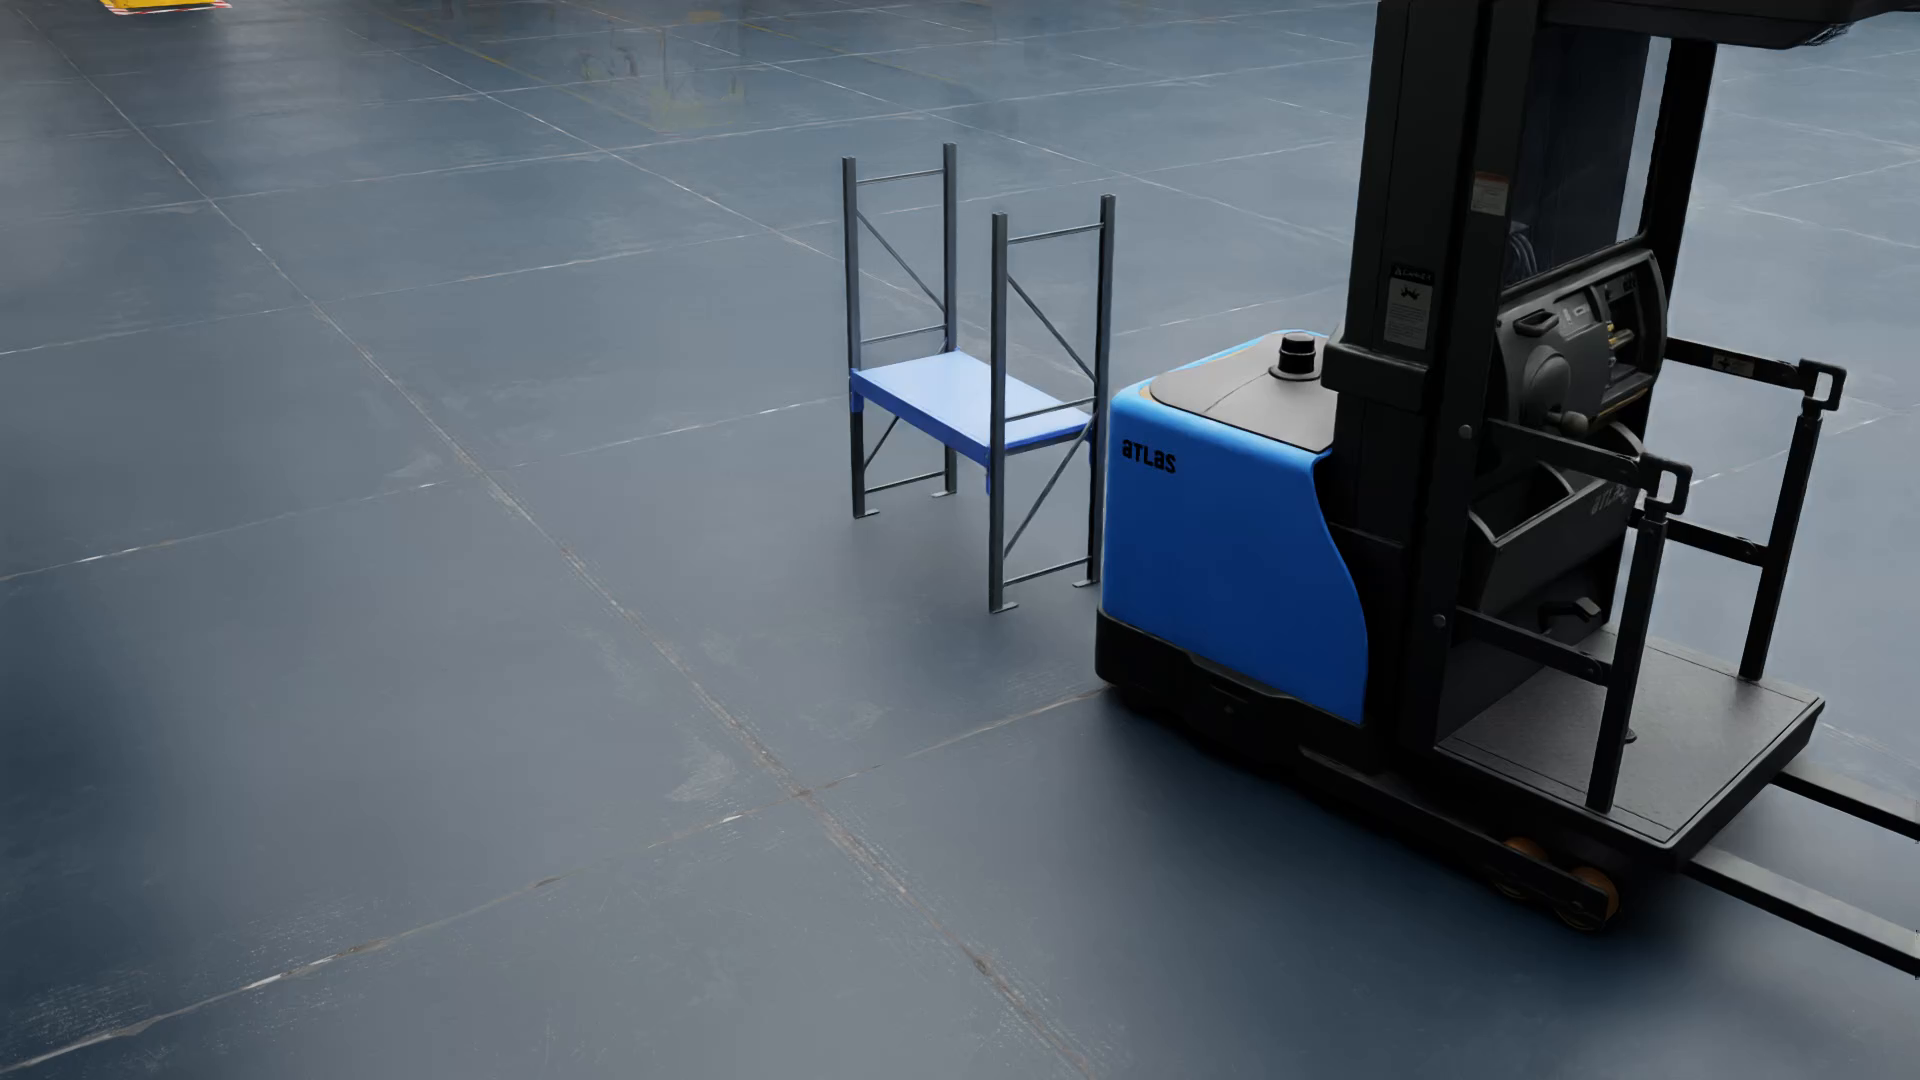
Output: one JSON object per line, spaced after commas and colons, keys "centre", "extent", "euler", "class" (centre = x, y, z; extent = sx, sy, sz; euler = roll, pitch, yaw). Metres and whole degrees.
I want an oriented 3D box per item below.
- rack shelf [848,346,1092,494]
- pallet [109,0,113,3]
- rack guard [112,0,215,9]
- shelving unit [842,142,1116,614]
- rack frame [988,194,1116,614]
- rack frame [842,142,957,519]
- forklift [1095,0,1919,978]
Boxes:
{"centre": [0.047, -0.485, 6.442], "extent": [0.538, 0.185, 1.000], "euler": [-16, 29, -30], "class": "rack shelf"}
{"centre": [-10.644, -7.226, 21.810], "extent": [1.003, 0.211, 1.213], "euler": [-16, 29, -30], "class": "pallet"}
{"centre": [-10.178, -7.085, 21.172], "extent": [1.175, 0.500, 0.348], "euler": [-16, 29, -30], "class": "rack guard"}
{"centre": [0.047, -0.648, 6.365], "extent": [0.538, 1.500, 1.048], "euler": [-16, 29, -30], "class": "shelving unit"}
{"centre": [0.324, -0.466, 5.980], "extent": [0.500, 1.500, 0.032], "euler": [-16, 29, -30], "class": "rack frame"}
{"centre": [-0.231, -0.830, 6.750], "extent": [0.500, 1.500, 0.032], "euler": [-16, 29, -30], "class": "rack frame"}
{"centre": [1.853, -0.518, 4.414], "extent": [1.130, 2.935, 3.031], "euler": [-23, 34, -40], "class": "forklift"}
